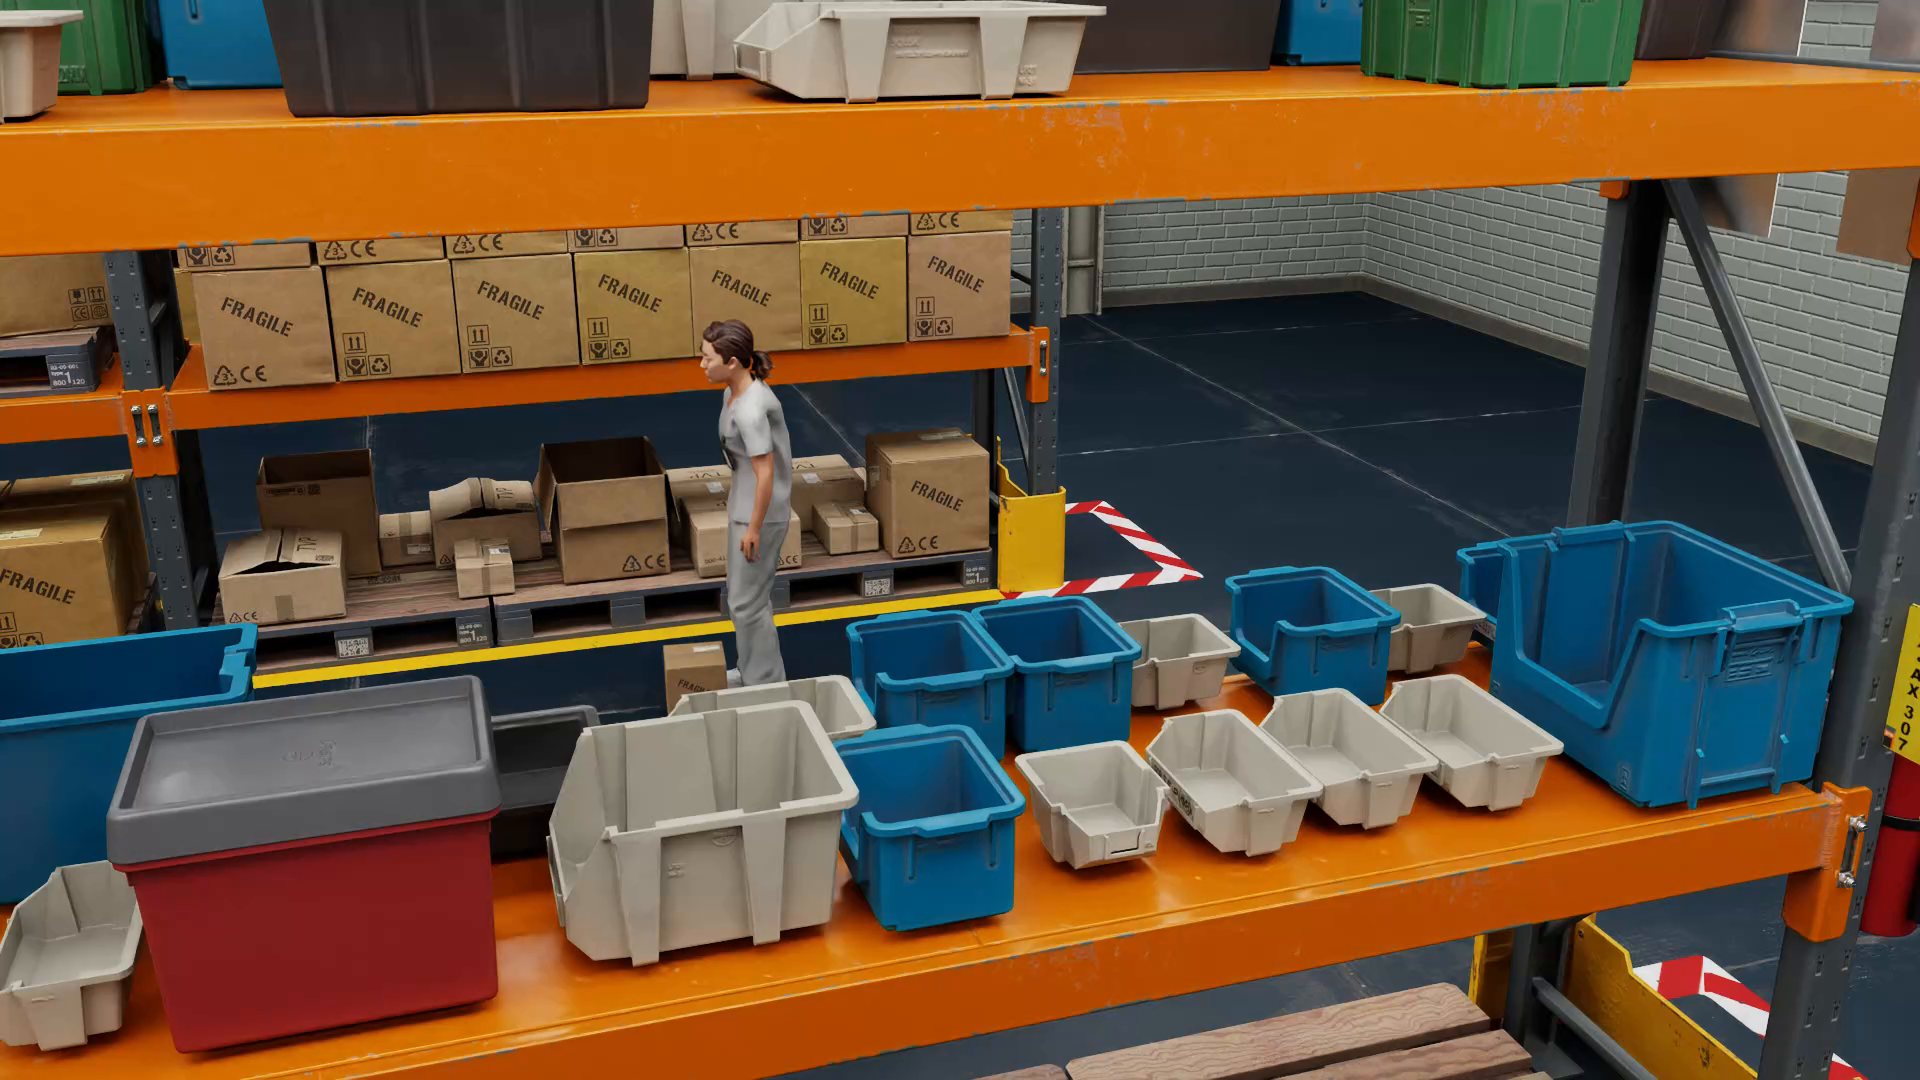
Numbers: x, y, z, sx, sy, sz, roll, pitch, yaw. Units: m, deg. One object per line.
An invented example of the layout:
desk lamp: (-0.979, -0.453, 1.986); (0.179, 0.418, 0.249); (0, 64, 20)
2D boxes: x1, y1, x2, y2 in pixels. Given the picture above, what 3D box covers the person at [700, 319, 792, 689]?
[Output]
person: (-0.872, -0.091, 6.833); (0.365, 1.671, 0.503); (-5, 20, -13)
